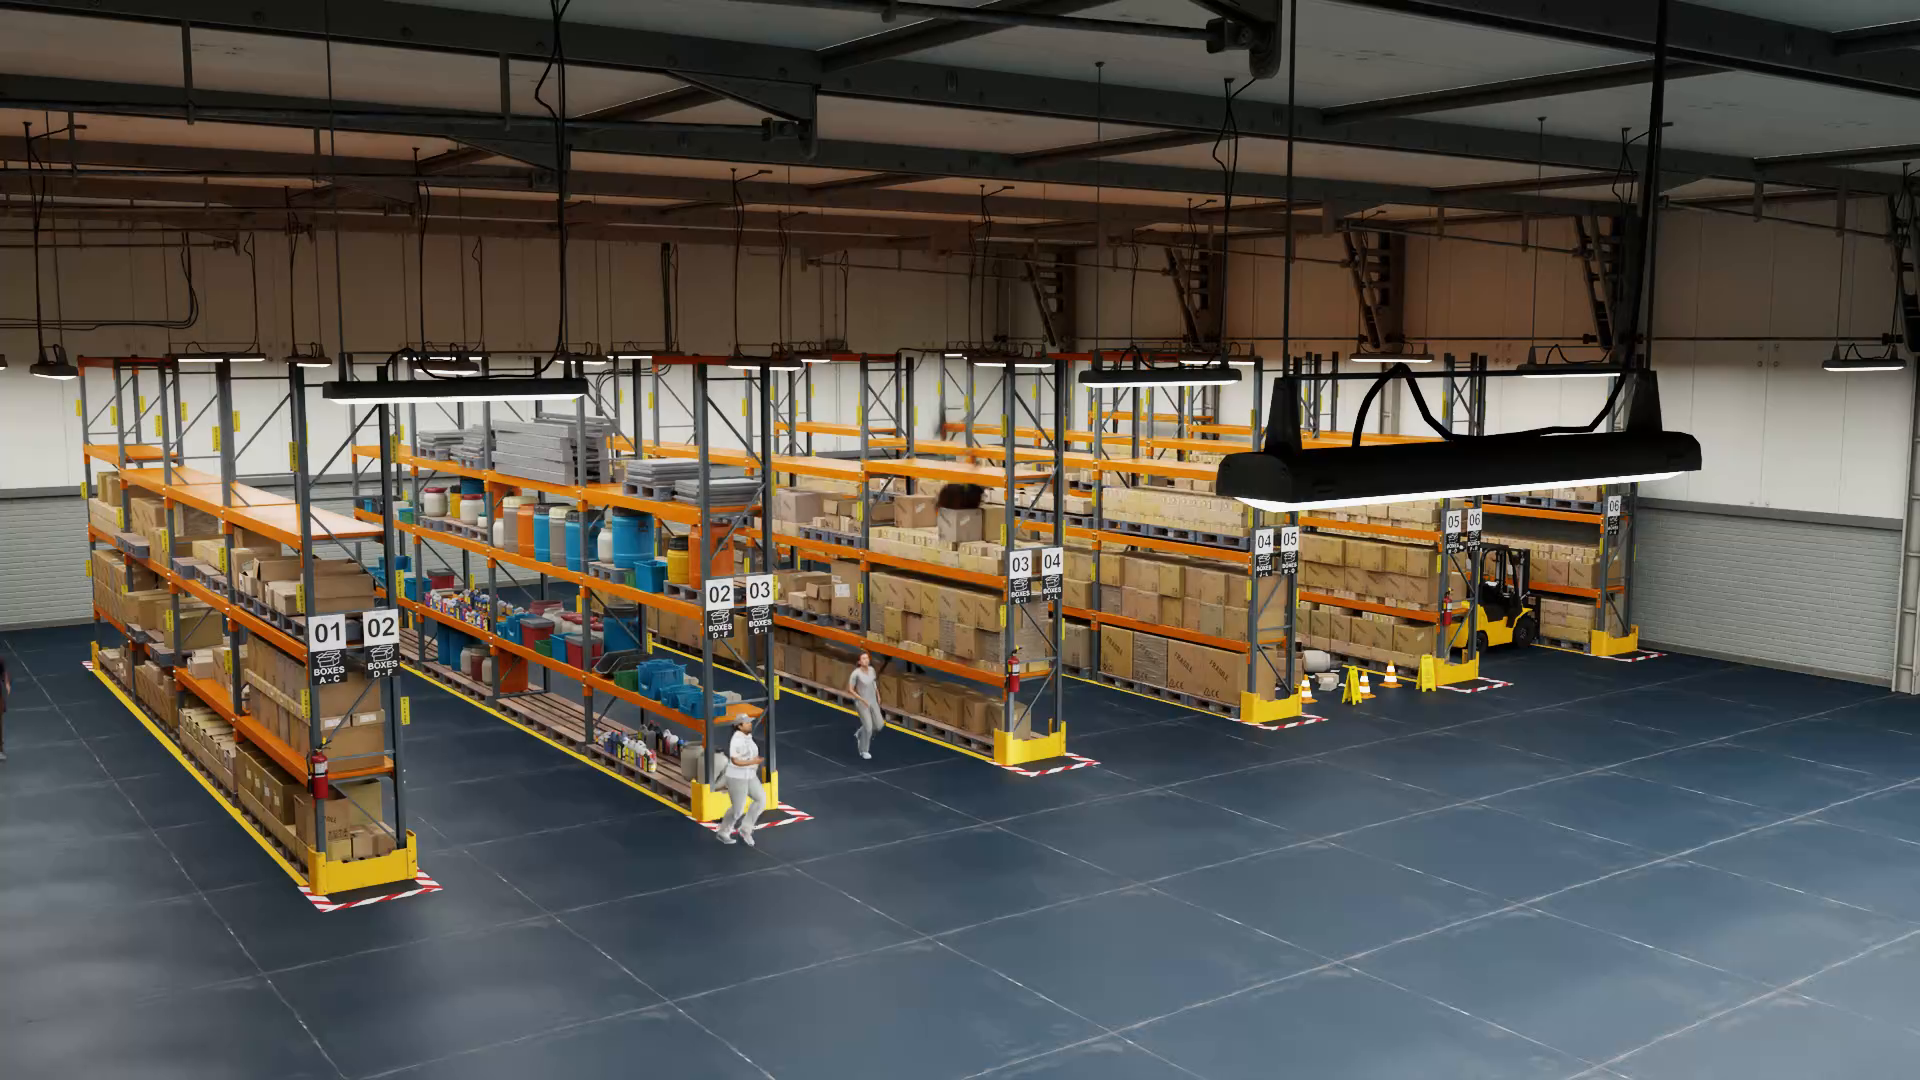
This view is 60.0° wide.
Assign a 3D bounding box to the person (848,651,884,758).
[{"bbox_3d":[-1.424,2.485,25.160,0.571,1.633,0.532,-6,9,-40],"label":"person"}]

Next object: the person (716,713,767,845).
[{"bbox_3d":[-2.735,3.007,20.800,0.641,1.708,0.630,1,7,10],"label":"person"}]

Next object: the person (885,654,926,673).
[{"bbox_3d":[-1.027,1.641,31.555,0.906,1.709,0.675,5,9,37],"label":"person"}]

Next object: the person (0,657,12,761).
[{"bbox_3d":[-14.717,2.407,25.136,0.925,1.791,0.725,6,9,40],"label":"person"}]
